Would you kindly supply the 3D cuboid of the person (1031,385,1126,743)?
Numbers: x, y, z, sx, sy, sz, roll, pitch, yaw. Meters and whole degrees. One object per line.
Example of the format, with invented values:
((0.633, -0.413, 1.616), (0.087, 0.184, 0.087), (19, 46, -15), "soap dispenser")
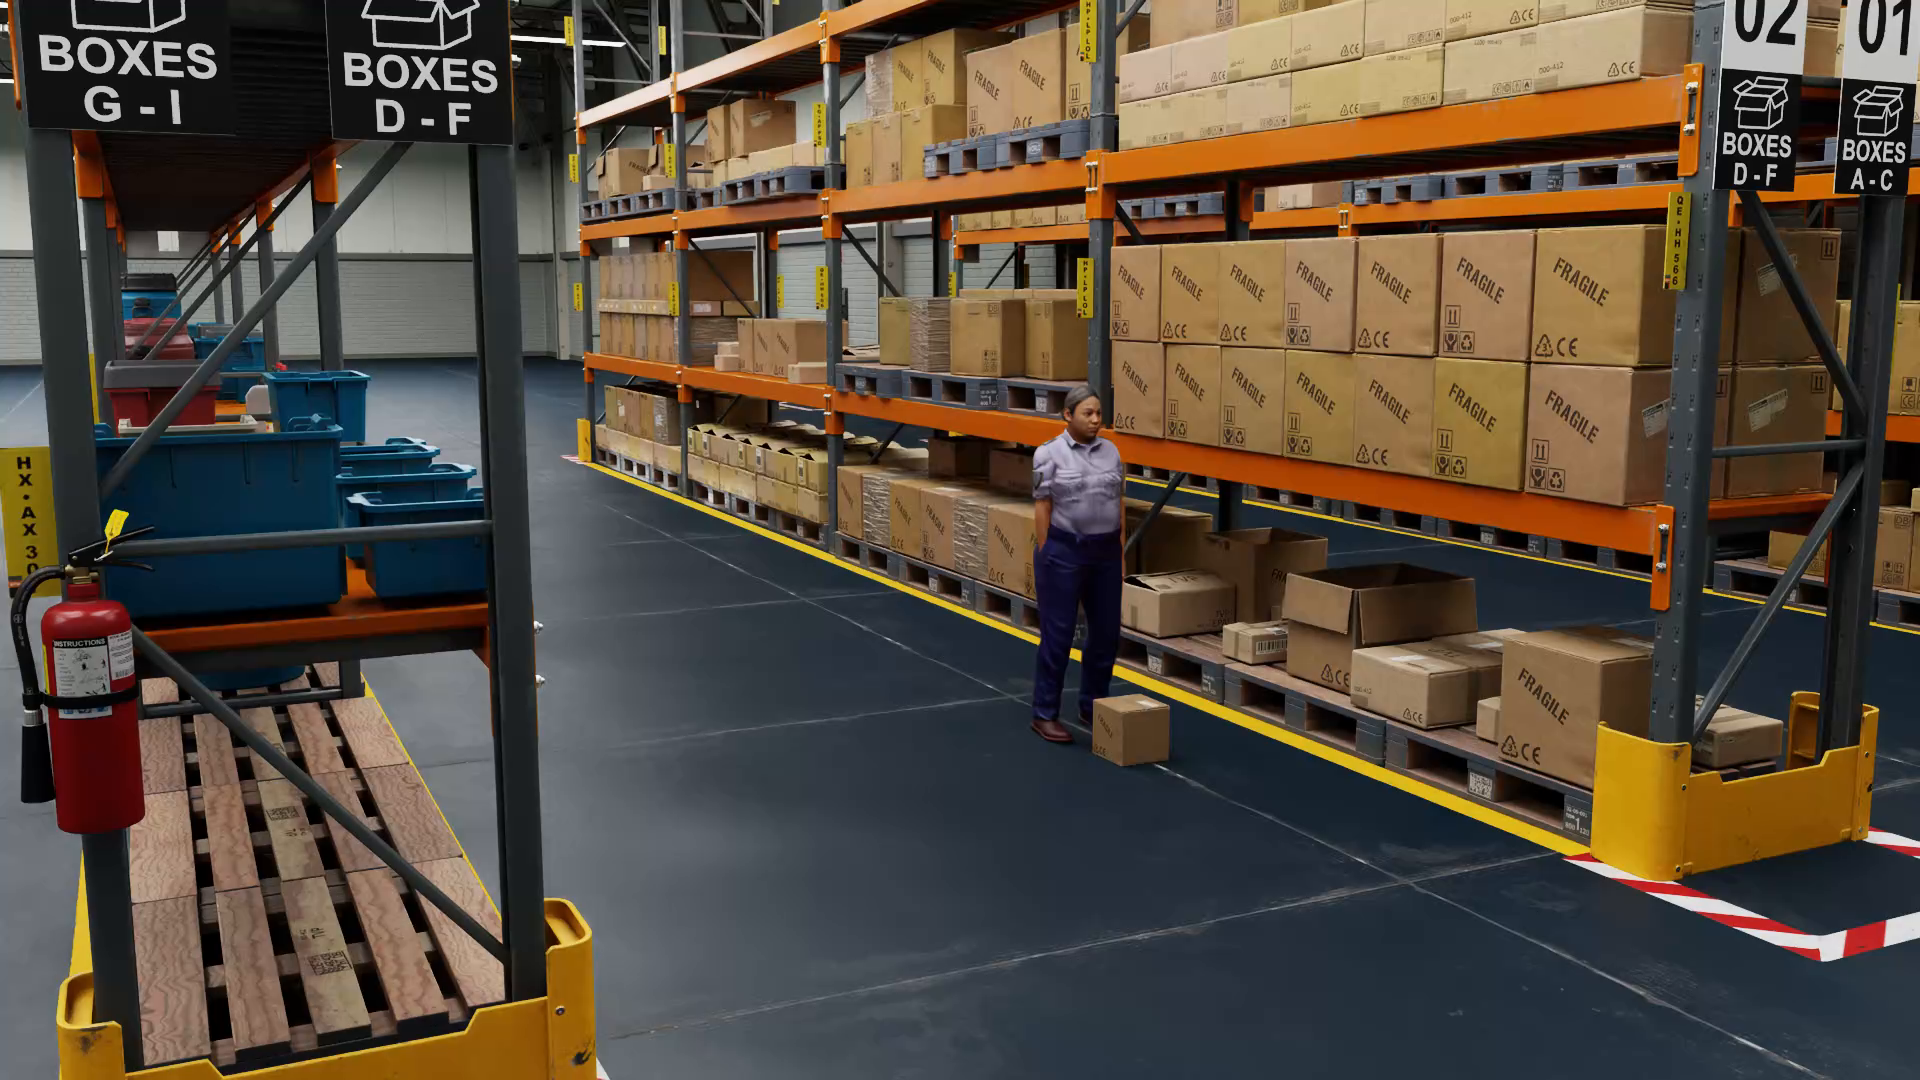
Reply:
((0.572, 0.107, 7.755), (0.469, 1.659, 0.342), (-4, 9, -25), "person")
